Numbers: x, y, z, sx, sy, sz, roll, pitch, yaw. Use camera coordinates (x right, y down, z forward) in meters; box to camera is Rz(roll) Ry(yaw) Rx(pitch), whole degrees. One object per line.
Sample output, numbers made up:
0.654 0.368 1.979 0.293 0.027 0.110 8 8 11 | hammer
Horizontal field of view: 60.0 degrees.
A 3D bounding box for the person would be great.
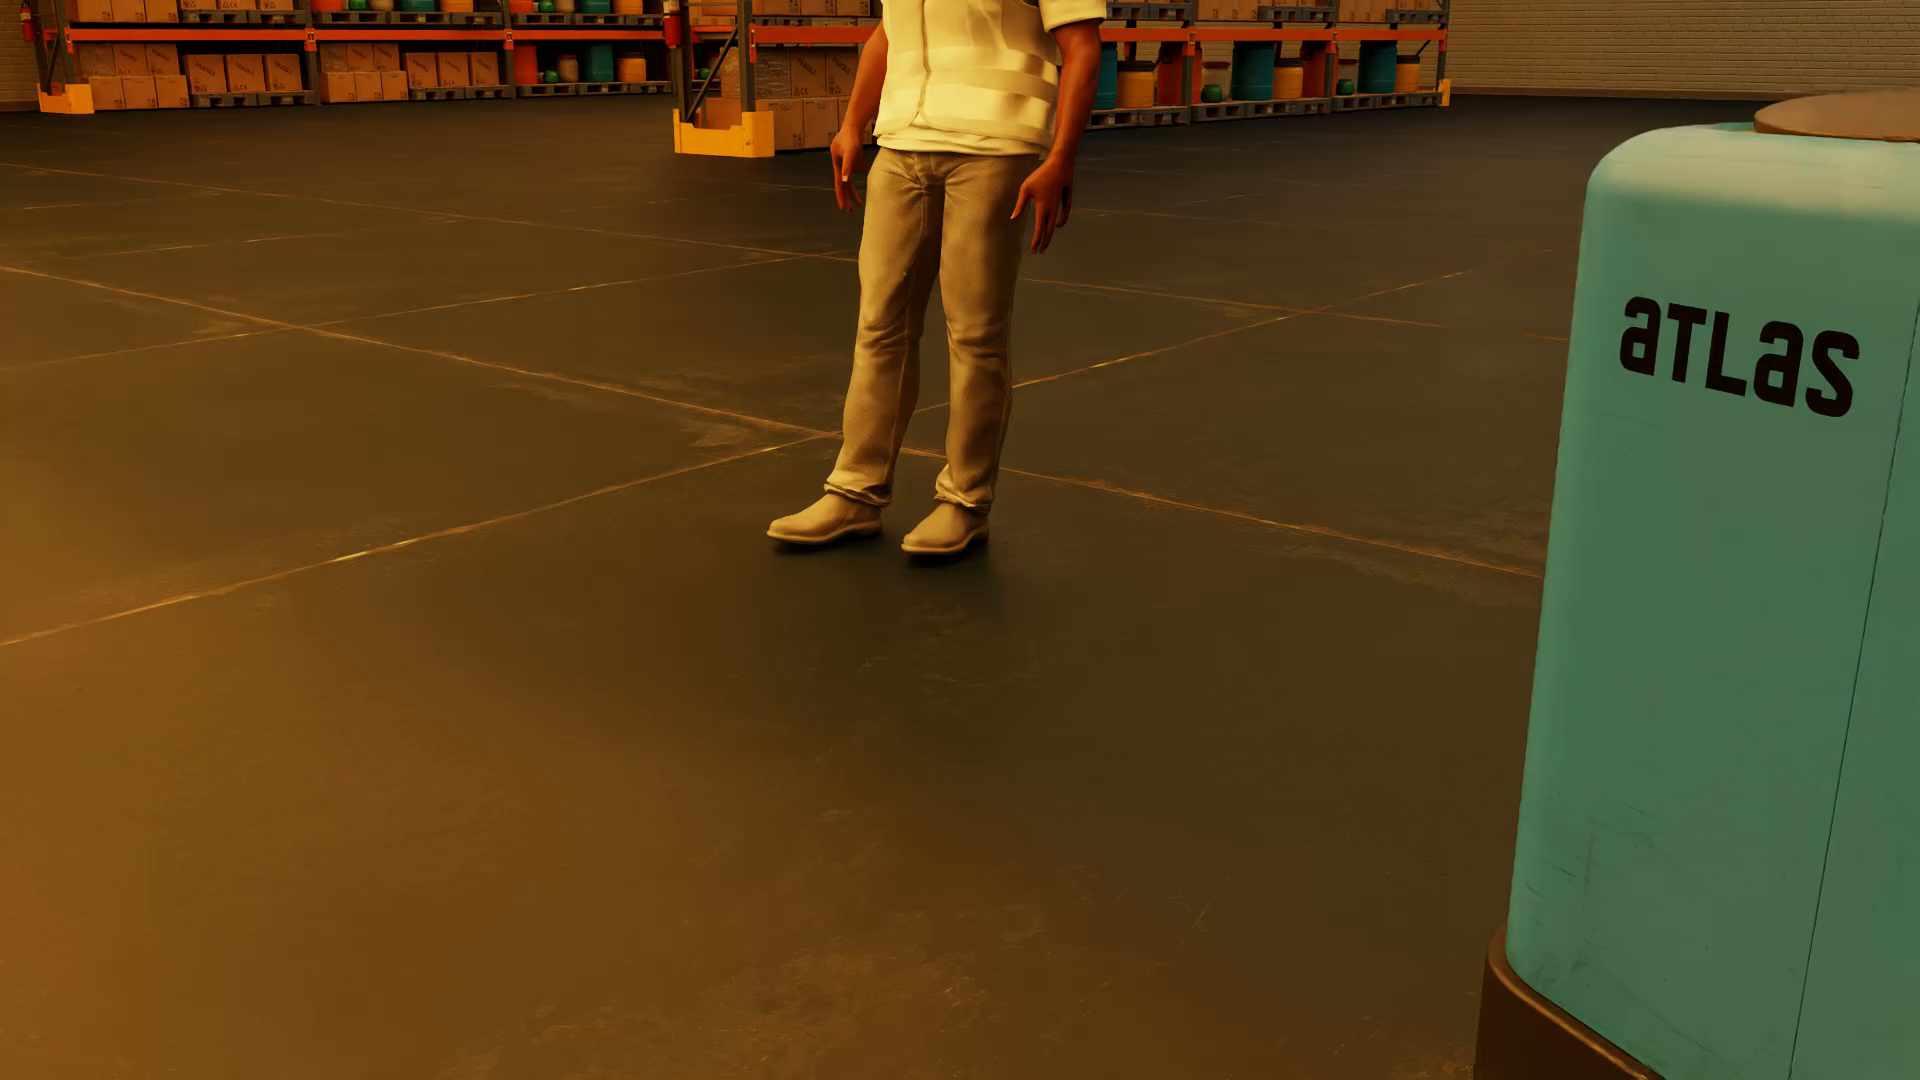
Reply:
-0.049 -0.838 3.636 0.666 1.765 0.577 13 21 37 | person
